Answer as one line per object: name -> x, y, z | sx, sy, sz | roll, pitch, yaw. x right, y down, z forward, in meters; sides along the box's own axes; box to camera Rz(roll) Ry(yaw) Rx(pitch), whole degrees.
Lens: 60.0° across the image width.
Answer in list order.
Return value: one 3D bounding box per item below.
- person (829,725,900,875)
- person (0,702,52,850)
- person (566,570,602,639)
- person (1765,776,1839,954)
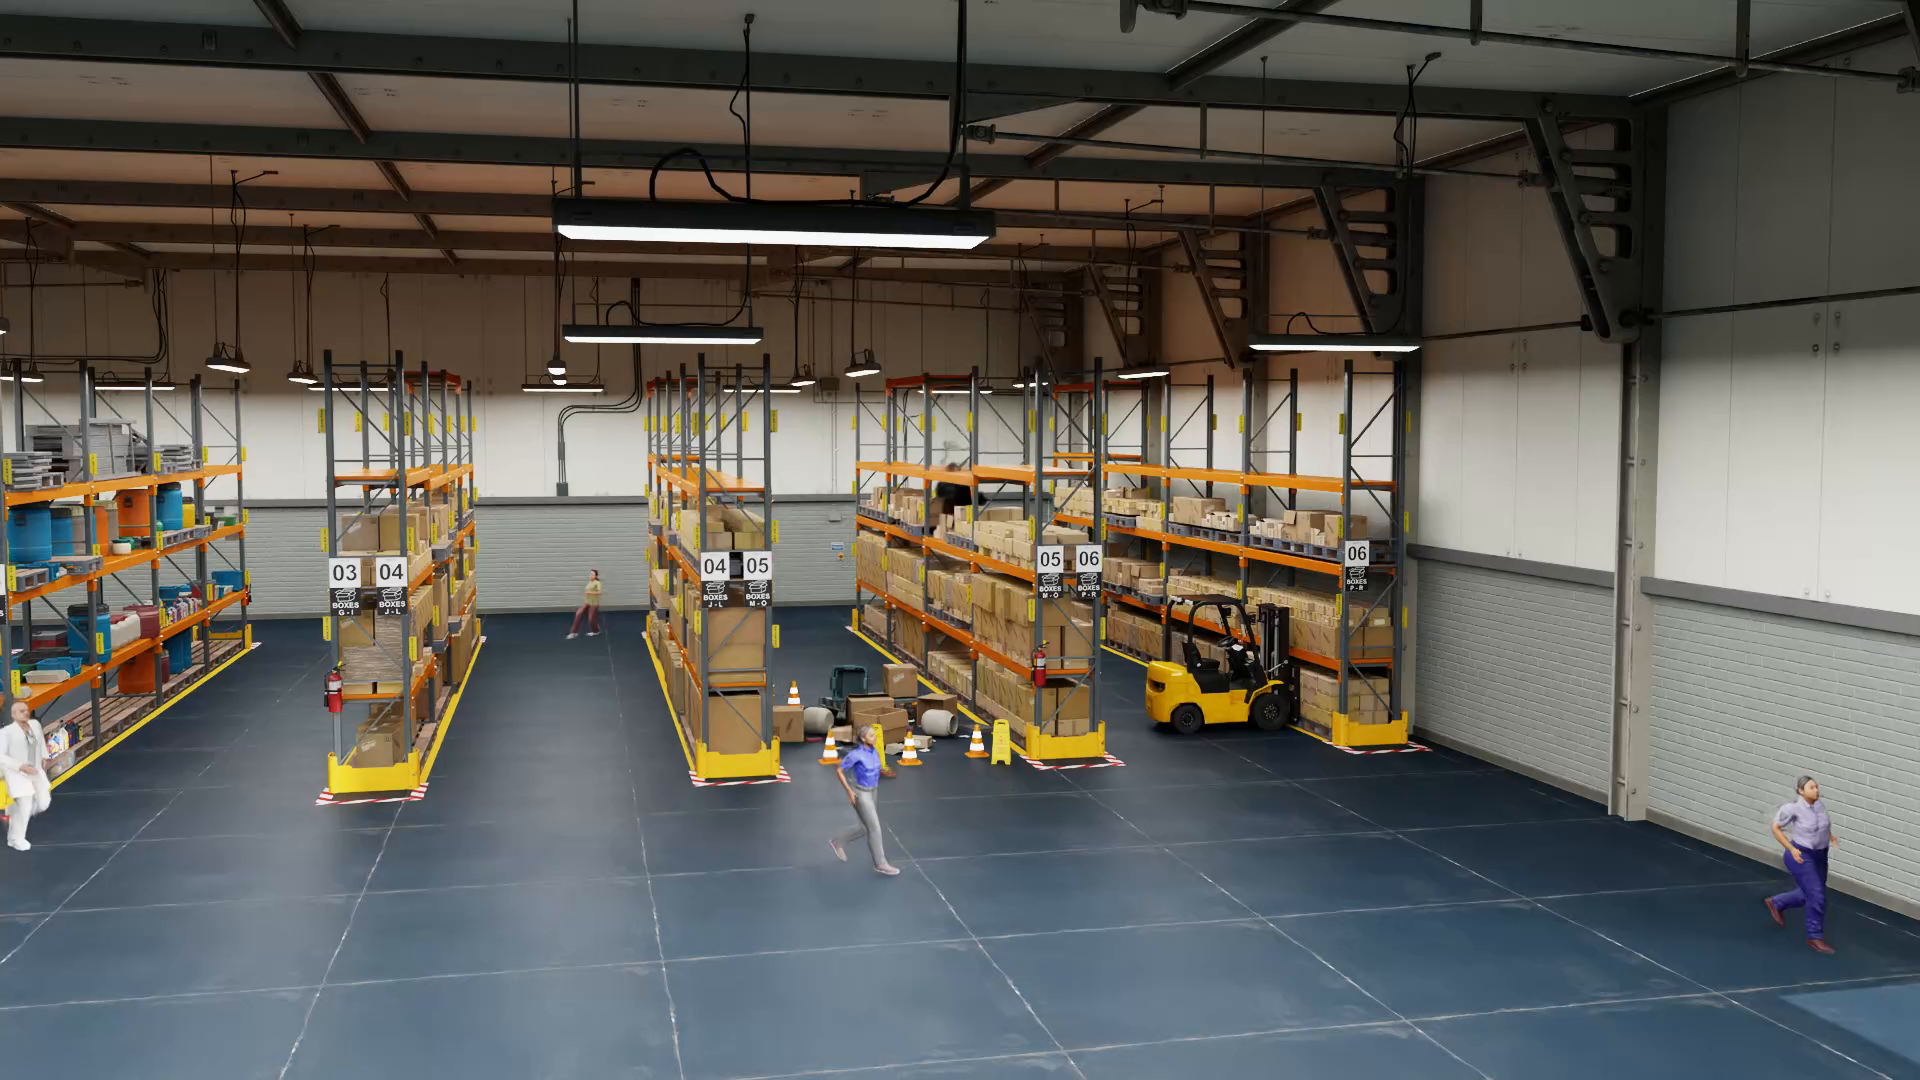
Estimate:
person -> -1.088, 2.877, 18.524 | 0.911, 1.624, 0.576 | 2, 4, 25
person -> -11.051, 2.775, 19.649 | 0.708, 1.743, 0.738 | 2, 4, 23
person -> -8.722, 1.497, 39.016 | 0.646, 1.599, 0.895 | 3, 5, 36
person -> 8.139, 3.084, 16.058 | 0.601, 1.648, 0.776 | -2, 4, -26
